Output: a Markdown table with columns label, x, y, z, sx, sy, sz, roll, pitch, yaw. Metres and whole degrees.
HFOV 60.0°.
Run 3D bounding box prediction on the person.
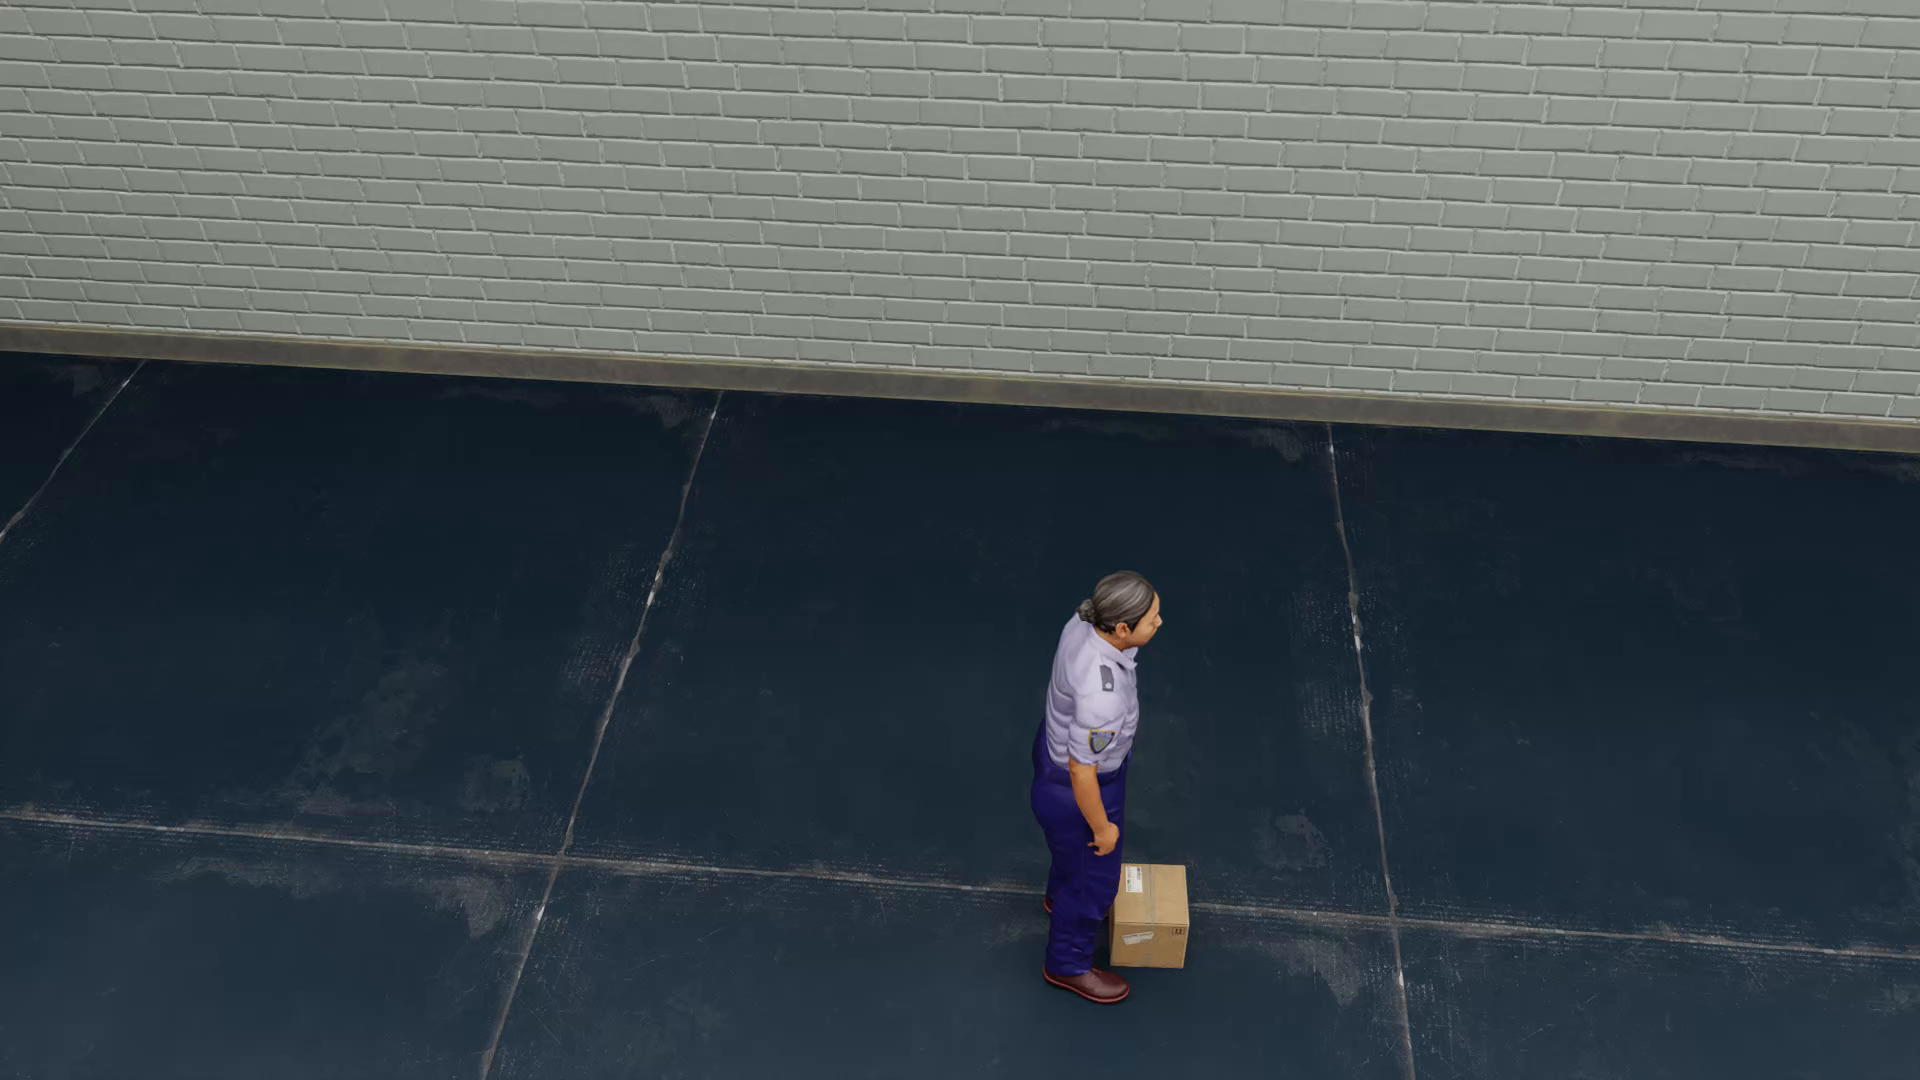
| label | x | y | z | sx | sy | sz | roll | pitch | yaw |
| --- | --- | --- | --- | --- | --- | --- | --- | --- | --- |
| person | 0.426 | 0.763 | 5.282 | 0.330 | 1.627 | 0.555 | 2 | 40 | 3 |
